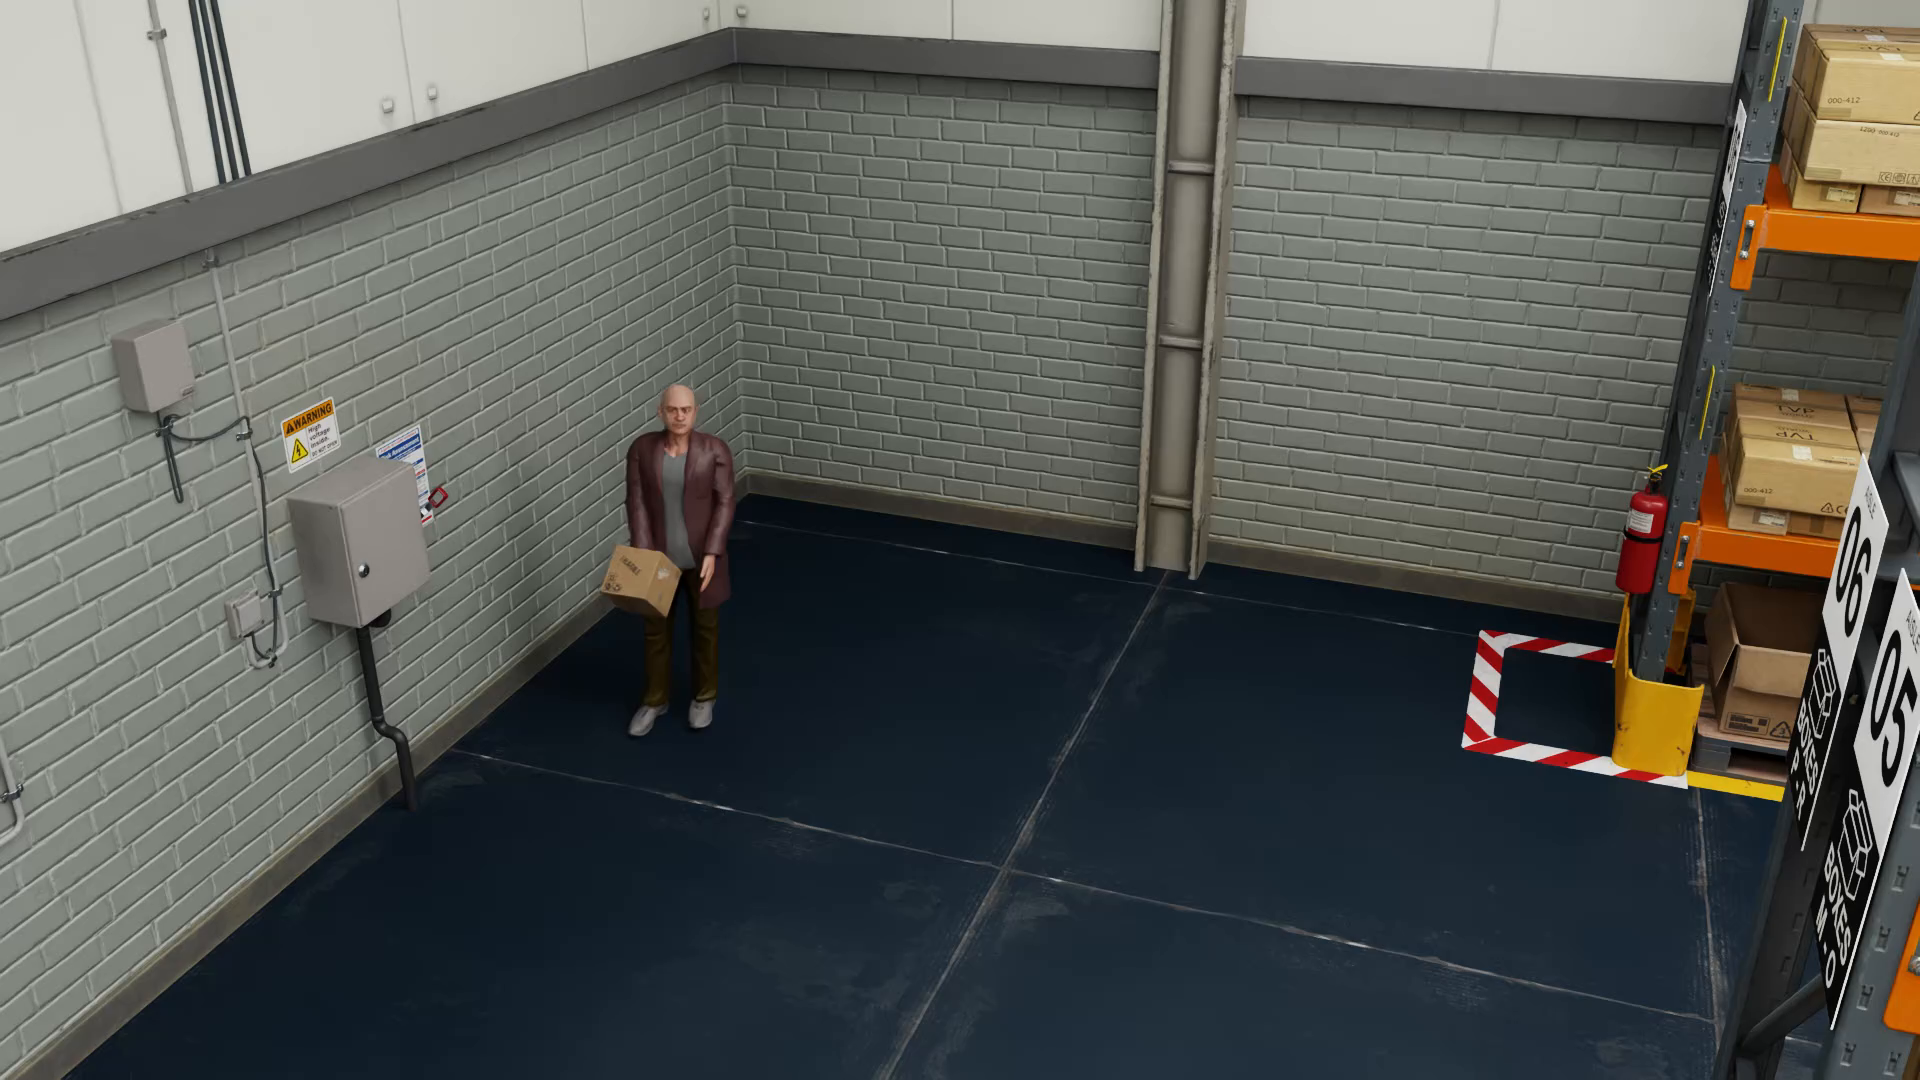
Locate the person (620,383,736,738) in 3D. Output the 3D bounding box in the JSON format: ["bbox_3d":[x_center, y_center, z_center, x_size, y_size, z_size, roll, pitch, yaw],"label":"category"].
[{"bbox_3d":[-1.416,0.107,8.376,0.628,1.781,0.480,-6,26,-13],"label":"person"}]
